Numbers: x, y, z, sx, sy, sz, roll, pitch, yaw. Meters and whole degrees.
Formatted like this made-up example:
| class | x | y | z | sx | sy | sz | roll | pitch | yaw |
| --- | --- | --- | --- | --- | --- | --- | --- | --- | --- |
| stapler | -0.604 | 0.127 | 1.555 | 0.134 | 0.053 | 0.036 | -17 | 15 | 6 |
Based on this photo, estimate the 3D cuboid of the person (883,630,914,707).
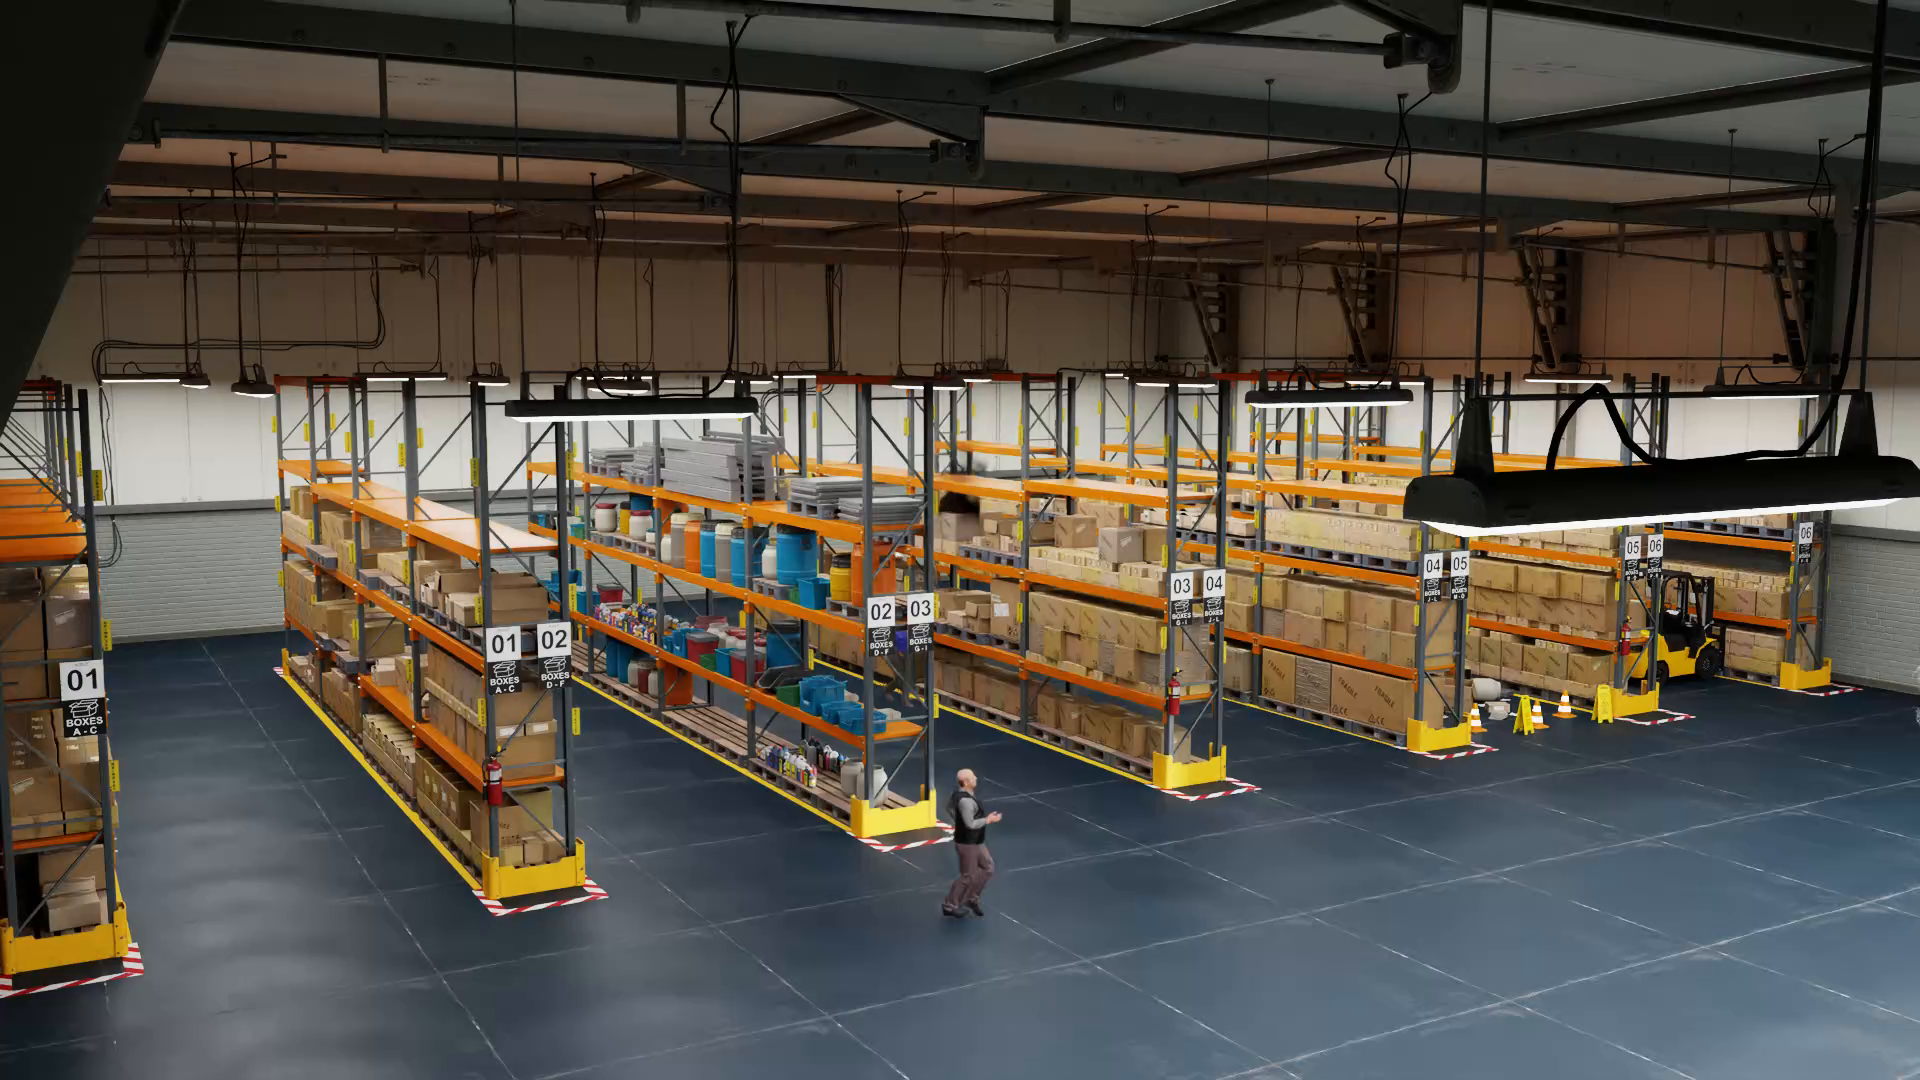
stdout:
| class | x | y | z | sx | sy | sz | roll | pitch | yaw |
| --- | --- | --- | --- | --- | --- | --- | --- | --- | --- |
| person | -1.040 | 2.068 | 28.989 | 0.579 | 1.650 | 0.685 | -6 | 9 | -44 |

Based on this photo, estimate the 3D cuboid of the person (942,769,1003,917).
| class | x | y | z | sx | sy | sz | roll | pitch | yaw |
| --- | --- | --- | --- | --- | --- | --- | --- | --- | --- |
| person | 0.135 | 3.439 | 18.755 | 0.687 | 1.755 | 0.638 | 0 | 6 | 0 |

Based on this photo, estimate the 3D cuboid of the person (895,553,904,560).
| class | x | y | z | sx | sy | sz | roll | pitch | yaw |
| --- | --- | --- | --- | --- | --- | --- | --- | --- | --- |
| person | -1.510 | 1.166 | 39.520 | 0.760 | 1.708 | 0.537 | 0 | 6 | 4 |
